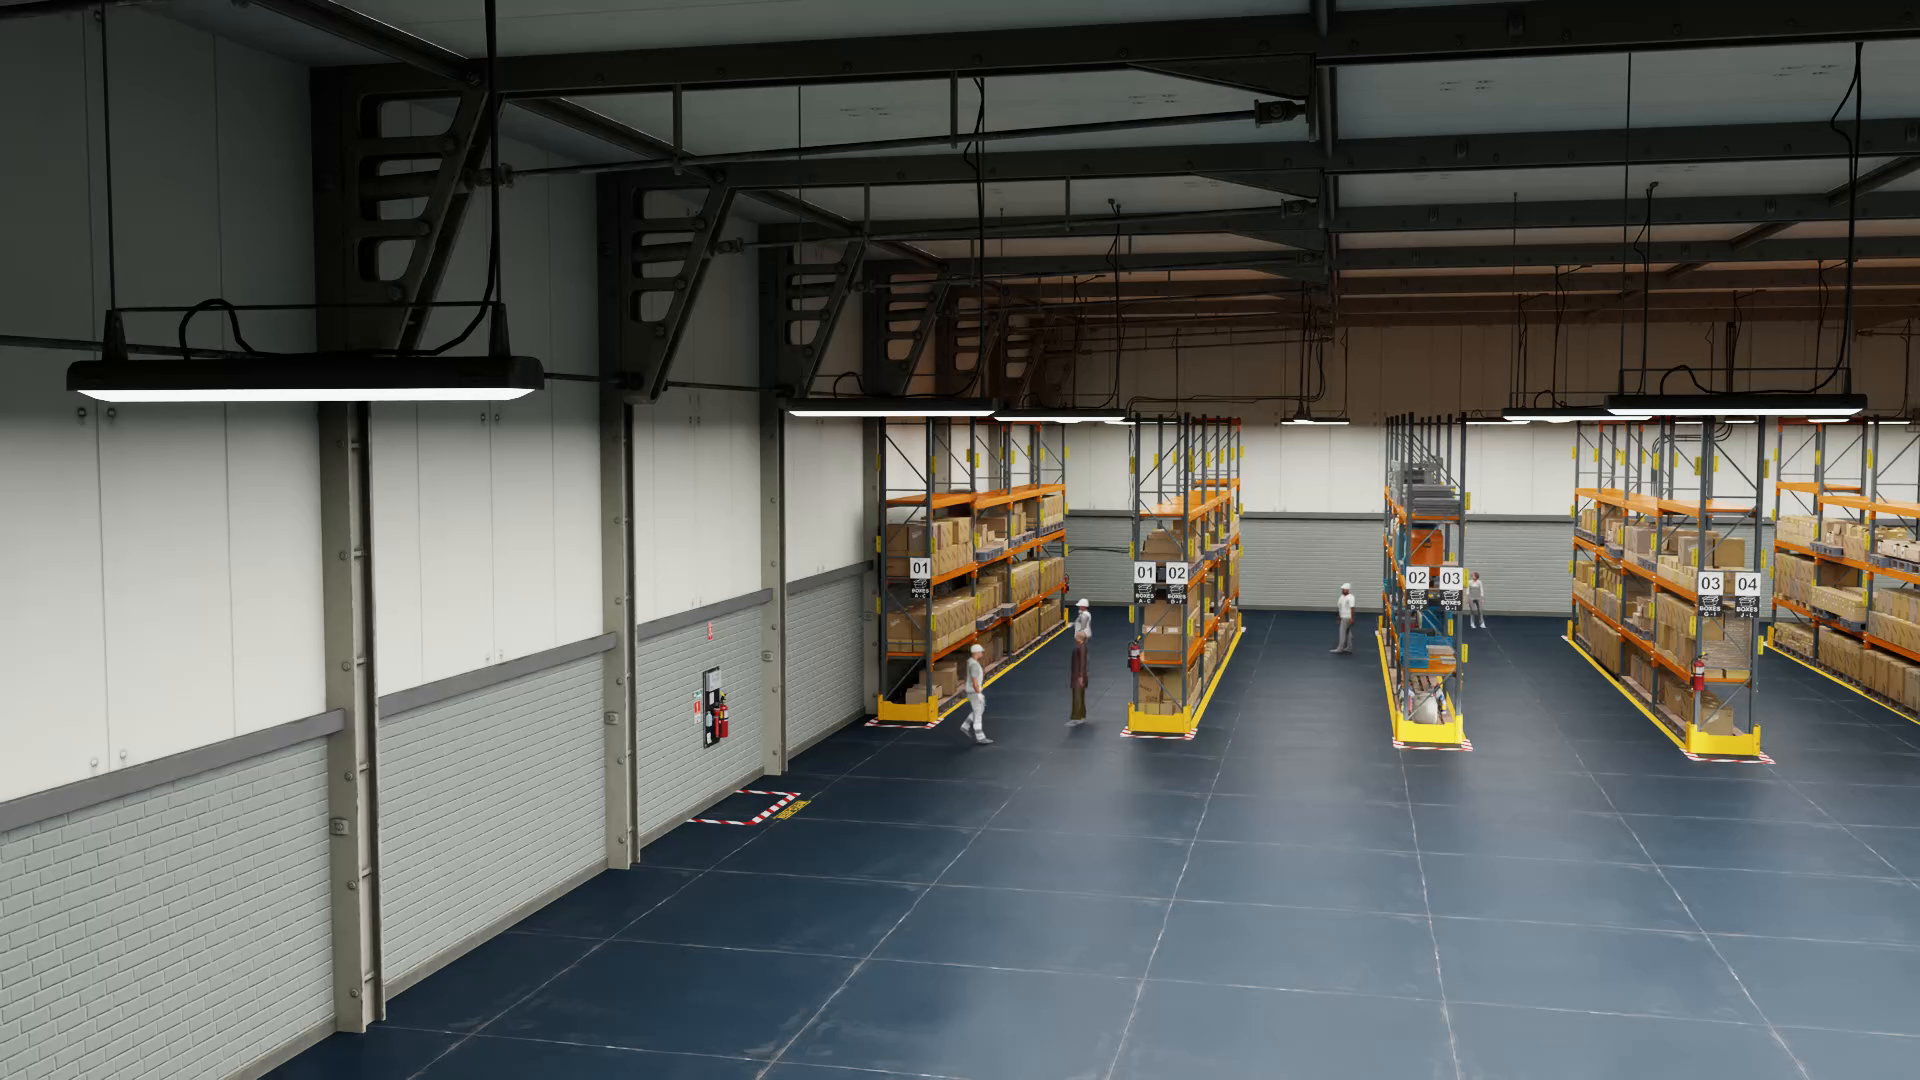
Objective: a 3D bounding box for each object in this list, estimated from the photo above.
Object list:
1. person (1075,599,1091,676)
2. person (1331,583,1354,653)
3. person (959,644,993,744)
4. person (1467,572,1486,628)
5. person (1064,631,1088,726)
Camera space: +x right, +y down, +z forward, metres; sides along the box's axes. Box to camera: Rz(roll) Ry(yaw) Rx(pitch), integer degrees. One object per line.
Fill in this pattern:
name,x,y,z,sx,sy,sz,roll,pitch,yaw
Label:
person,2.812,2.245,38.220,0.390,1.788,0.602,1,4,13
person,9.717,1.975,42.349,0.619,1.756,0.590,0,4,2
person,0.291,2.780,30.265,0.609,1.783,0.633,0,4,-2
person,14.800,1.714,47.659,0.502,1.615,0.389,0,4,5
person,2.240,2.662,32.148,0.461,1.799,0.665,0,4,4
